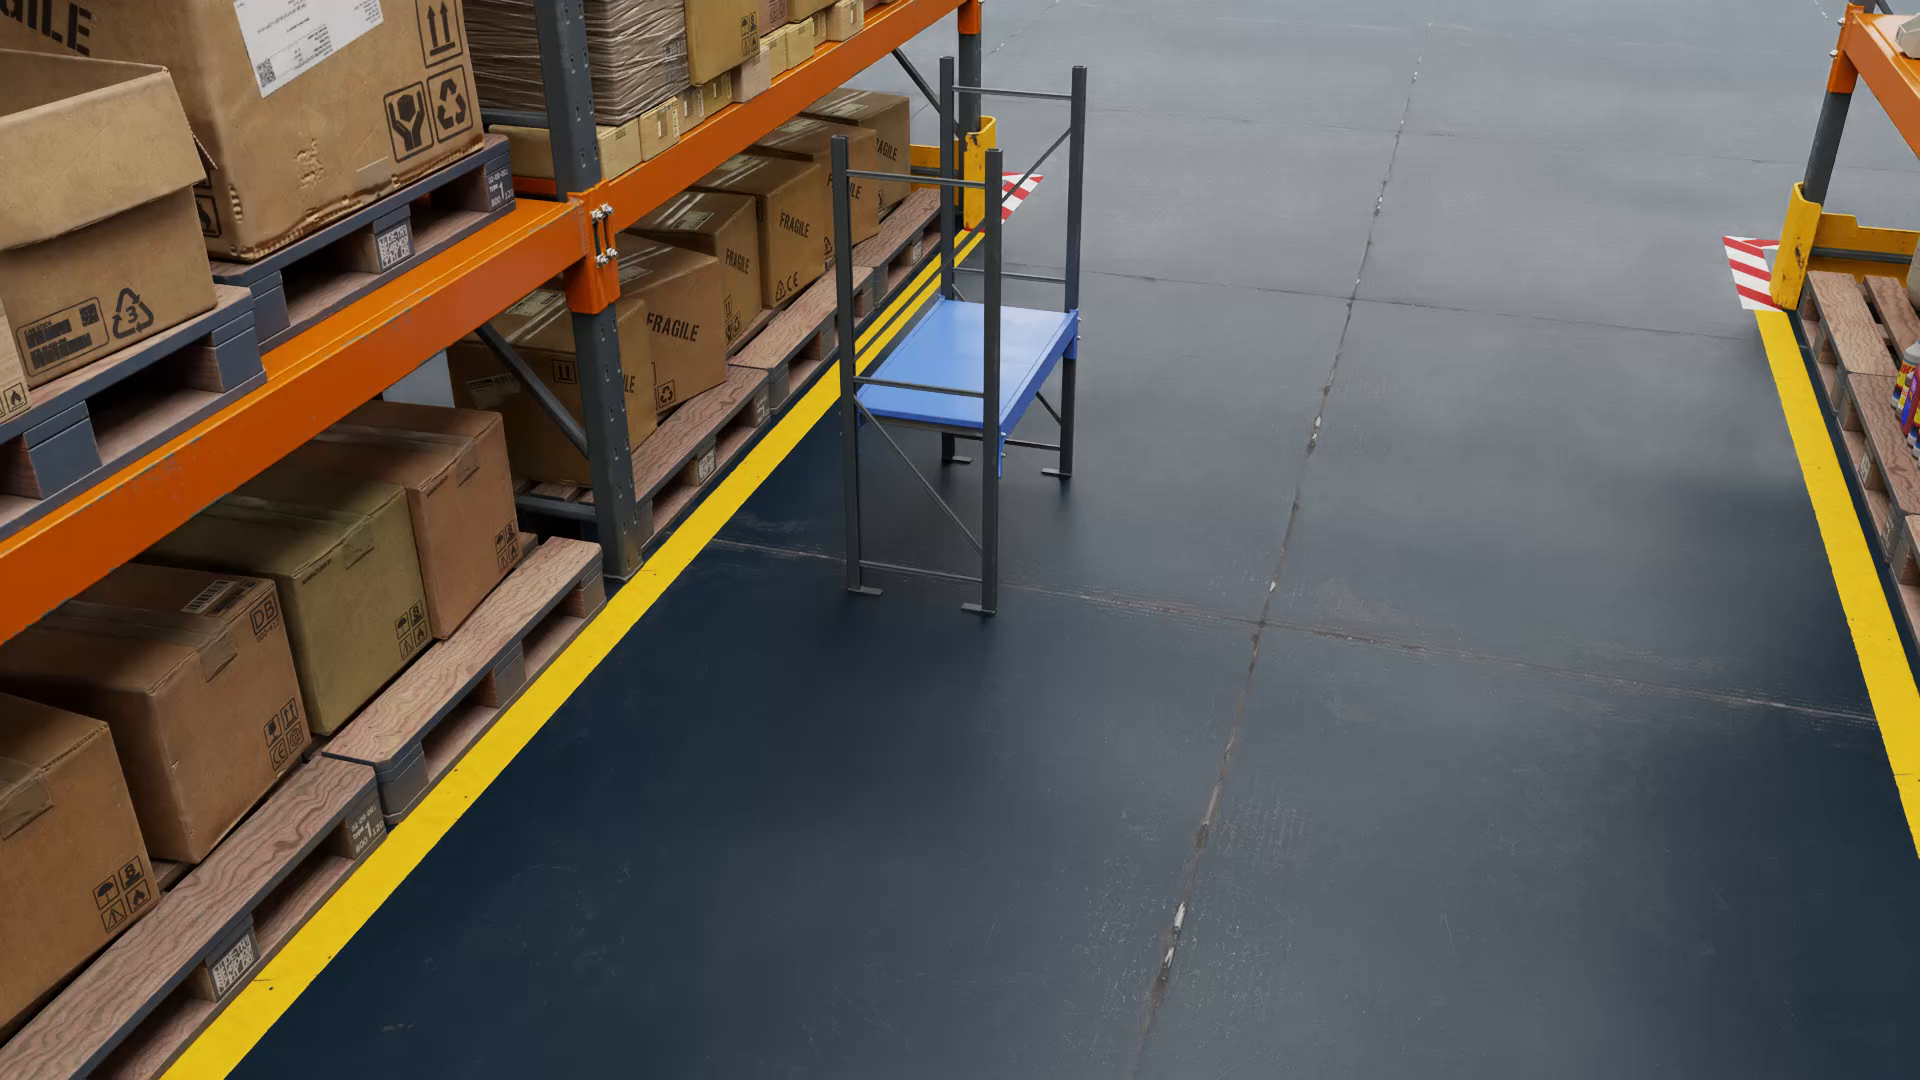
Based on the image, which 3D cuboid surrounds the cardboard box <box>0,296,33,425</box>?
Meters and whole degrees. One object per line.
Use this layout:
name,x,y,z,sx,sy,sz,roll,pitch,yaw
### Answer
cardboard box,-2.022,-0.270,2.873,0.500,0.250,0.500,8,30,13

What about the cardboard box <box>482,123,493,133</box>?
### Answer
cardboard box,-1.695,-1.412,5.462,0.380,0.149,0.250,8,30,15

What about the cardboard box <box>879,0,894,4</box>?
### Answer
cardboard box,-0.458,-2.499,7.415,0.380,0.149,0.250,8,30,15

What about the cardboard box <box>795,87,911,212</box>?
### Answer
cardboard box,-0.585,-1.928,8.269,0.500,0.500,0.500,14,32,24

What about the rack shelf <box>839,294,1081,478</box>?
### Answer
rack shelf,0.025,-0.538,5.544,0.538,0.185,1.000,8,30,15

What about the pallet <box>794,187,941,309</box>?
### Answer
pallet,-0.680,-1.498,8.225,1.003,0.211,1.213,8,30,15

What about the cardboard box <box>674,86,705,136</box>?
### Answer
cardboard box,-1.076,-1.447,5.524,0.380,0.149,0.250,8,30,15

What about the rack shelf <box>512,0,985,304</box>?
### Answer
rack shelf,-0.972,-1.880,6.785,1.077,0.370,4.000,8,30,15

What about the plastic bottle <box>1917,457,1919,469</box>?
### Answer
plastic bottle,3.360,-0.337,5.696,0.097,0.201,0.097,0,29,0

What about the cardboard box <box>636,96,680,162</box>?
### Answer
cardboard box,-1.123,-1.327,5.308,0.380,0.149,0.250,8,30,15

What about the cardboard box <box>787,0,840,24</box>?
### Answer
cardboard box,-0.951,-2.340,6.462,0.875,0.500,0.500,8,30,15

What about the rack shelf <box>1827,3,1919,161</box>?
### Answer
rack shelf,3.762,-1.174,5.514,1.077,0.370,4.000,8,30,15

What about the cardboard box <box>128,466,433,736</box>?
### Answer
cardboard box,-1.918,0.136,4.539,0.700,0.500,0.500,8,30,15

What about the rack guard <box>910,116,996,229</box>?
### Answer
rack guard,-0.408,-1.997,8.825,1.175,0.500,0.348,8,30,15

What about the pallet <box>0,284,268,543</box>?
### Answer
pallet,-2.192,-0.248,3.308,1.003,0.211,1.213,8,30,15

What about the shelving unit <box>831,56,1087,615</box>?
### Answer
shelving unit,0.025,-0.695,5.457,0.538,1.500,1.048,8,30,15

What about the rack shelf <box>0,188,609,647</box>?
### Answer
rack shelf,-2.146,-0.022,3.443,1.077,0.370,4.000,8,30,15

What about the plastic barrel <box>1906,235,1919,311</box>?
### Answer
plastic barrel,4.229,-1.197,6.943,0.421,0.512,0.421,0,29,0

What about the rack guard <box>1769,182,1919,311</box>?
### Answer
rack guard,4.372,-1.283,7.542,1.175,0.500,0.348,8,30,15

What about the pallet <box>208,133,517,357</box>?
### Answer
pallet,-1.923,-0.847,4.384,1.003,0.211,1.213,8,30,15

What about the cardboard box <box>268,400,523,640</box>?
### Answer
cardboard box,-1.760,-0.083,4.932,0.700,0.500,0.500,6,30,11

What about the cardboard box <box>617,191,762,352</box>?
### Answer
cardboard box,-1.136,-1.104,6.788,0.500,0.500,0.500,6,30,10

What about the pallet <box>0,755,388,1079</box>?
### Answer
pallet,-2.143,0.884,3.944,1.003,0.211,1.213,8,30,15

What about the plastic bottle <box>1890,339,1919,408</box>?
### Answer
plastic bottle,3.519,-0.619,6.132,0.097,0.271,0.097,0,29,0

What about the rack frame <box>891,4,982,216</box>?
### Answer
rack frame,-0.385,-3.124,8.281,1.000,3.000,0.127,8,30,15

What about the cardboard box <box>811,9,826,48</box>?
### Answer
cardboard box,-0.751,-2.034,6.580,0.380,0.149,0.250,8,30,15

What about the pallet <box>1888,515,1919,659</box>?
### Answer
pallet,3.412,0.354,4.897,1.003,0.211,1.213,8,30,15

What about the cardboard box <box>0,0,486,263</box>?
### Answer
cardboard box,-1.926,-1.362,4.063,1.000,1.000,1.000,9,30,15

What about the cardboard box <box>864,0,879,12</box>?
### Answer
cardboard box,-0.571,-2.389,7.217,0.380,0.149,0.250,8,30,15

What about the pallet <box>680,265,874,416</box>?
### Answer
pallet,-1.040,-0.933,7.210,1.003,0.211,1.213,8,30,15

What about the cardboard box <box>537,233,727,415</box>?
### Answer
cardboard box,-1.243,-0.804,6.249,0.500,0.500,0.500,19,34,30

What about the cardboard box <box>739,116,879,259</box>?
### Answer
cardboard box,-0.727,-1.645,7.761,0.500,0.500,0.500,17,33,28

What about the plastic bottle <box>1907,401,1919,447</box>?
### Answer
plastic bottle,3.419,-0.460,5.845,0.097,0.271,0.097,0,29,0

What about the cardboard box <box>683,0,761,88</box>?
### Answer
cardboard box,-1.188,-1.867,5.611,0.875,0.500,0.500,8,30,15

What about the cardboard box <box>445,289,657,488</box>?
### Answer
cardboard box,-1.404,-0.537,5.768,0.500,0.500,0.500,8,30,13

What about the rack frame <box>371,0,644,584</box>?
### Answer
rack frame,-1.559,-1.265,4.939,1.000,3.000,0.127,8,30,15

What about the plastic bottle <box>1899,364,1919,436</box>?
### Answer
plastic bottle,3.436,-0.522,5.944,0.061,0.283,0.133,9,30,16

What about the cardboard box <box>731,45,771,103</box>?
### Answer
cardboard box,-0.899,-1.675,5.934,0.380,0.149,0.250,8,30,15

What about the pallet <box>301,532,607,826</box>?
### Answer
pallet,-1.786,0.315,4.966,1.003,0.211,1.213,8,30,15

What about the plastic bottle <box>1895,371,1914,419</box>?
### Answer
plastic bottle,3.489,-0.541,6.062,0.097,0.201,0.097,0,29,0

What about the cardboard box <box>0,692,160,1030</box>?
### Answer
cardboard box,-2.246,0.655,3.605,0.700,0.500,0.500,11,31,19

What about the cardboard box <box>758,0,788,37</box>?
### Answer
cardboard box,-1.137,-2.113,6.055,0.875,0.500,0.500,8,30,15

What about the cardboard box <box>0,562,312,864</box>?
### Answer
cardboard box,-2.082,0.396,4.071,0.700,0.500,0.500,6,30,11

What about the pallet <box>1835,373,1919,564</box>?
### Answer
pallet,3.769,-0.215,5.919,1.003,0.211,1.213,8,30,15

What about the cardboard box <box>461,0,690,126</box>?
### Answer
cardboard box,-1.368,-1.639,5.202,0.875,0.500,0.500,8,30,15

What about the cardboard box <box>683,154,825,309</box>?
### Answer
cardboard box,-0.929,-1.357,7.243,0.500,0.500,0.500,11,31,20

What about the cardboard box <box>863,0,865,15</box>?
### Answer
cardboard box,-0.623,-2.269,7.002,0.380,0.149,0.250,8,30,15

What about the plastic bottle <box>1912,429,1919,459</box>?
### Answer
plastic bottle,3.389,-0.414,5.762,0.097,0.271,0.097,0,29,0

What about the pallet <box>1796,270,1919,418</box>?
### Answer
pallet,4.129,-0.780,6.935,1.003,0.211,1.213,8,30,15

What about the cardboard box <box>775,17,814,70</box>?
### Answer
cardboard box,-0.781,-1.912,6.359,0.380,0.149,0.250,8,30,15

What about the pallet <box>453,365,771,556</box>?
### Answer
pallet,-1.396,-0.364,6.187,1.003,0.211,1.213,8,30,15

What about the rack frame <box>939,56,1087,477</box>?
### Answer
rack frame,0.174,-0.931,5.881,0.500,1.500,0.032,8,30,15

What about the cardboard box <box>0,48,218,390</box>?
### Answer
cardboard box,-1.980,-0.675,3.340,0.797,0.503,0.637,12,31,20

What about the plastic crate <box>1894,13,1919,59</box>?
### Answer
plastic crate,3.779,-1.932,6.409,0.298,0.136,0.250,8,30,15

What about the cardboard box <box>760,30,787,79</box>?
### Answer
cardboard box,-0.865,-1.797,6.153,0.380,0.149,0.250,8,30,15

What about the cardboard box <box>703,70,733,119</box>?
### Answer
cardboard box,-1.012,-1.565,5.735,0.380,0.149,0.250,8,30,15

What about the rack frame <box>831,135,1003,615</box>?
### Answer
rack frame,-0.124,-0.459,5.032,0.500,1.500,0.032,8,30,15

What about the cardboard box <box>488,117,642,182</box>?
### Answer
cardboard box,-1.209,-1.213,5.103,0.380,0.149,0.250,8,30,15

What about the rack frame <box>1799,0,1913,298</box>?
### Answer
rack frame,4.350,-2.417,7.010,1.000,3.000,0.127,8,30,15

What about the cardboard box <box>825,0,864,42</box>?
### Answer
cardboard box,-0.611,-2.140,6.771,0.380,0.149,0.250,8,30,15
